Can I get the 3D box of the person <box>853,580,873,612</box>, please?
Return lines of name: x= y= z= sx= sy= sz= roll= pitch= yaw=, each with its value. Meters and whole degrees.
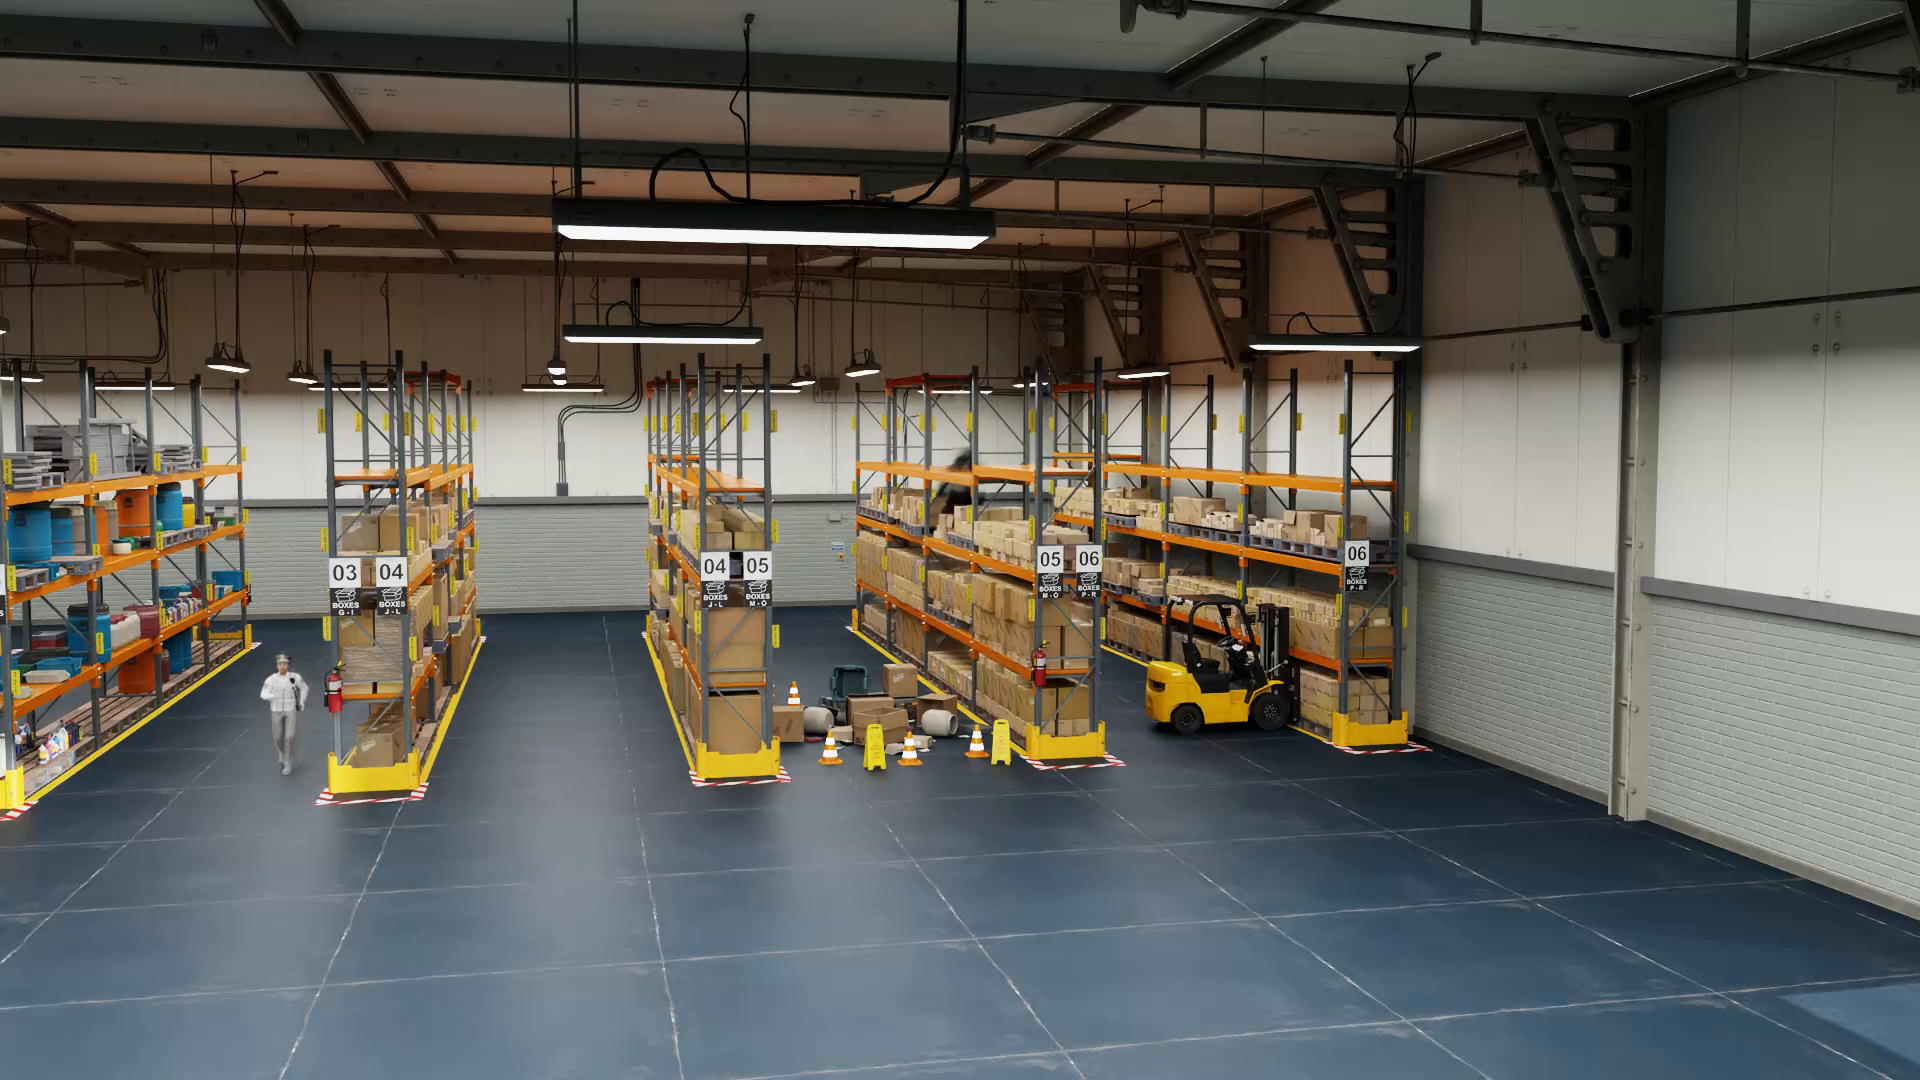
person: x=-2.413 y=1.303 z=41.767 sx=0.569 sy=1.593 sz=0.574 roll=0 pitch=4 yaw=5

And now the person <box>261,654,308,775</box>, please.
person: x=-9.724 y=2.471 z=23.942 sx=0.612 sy=1.677 sz=0.939 roll=-1 pitch=4 yaw=-16
